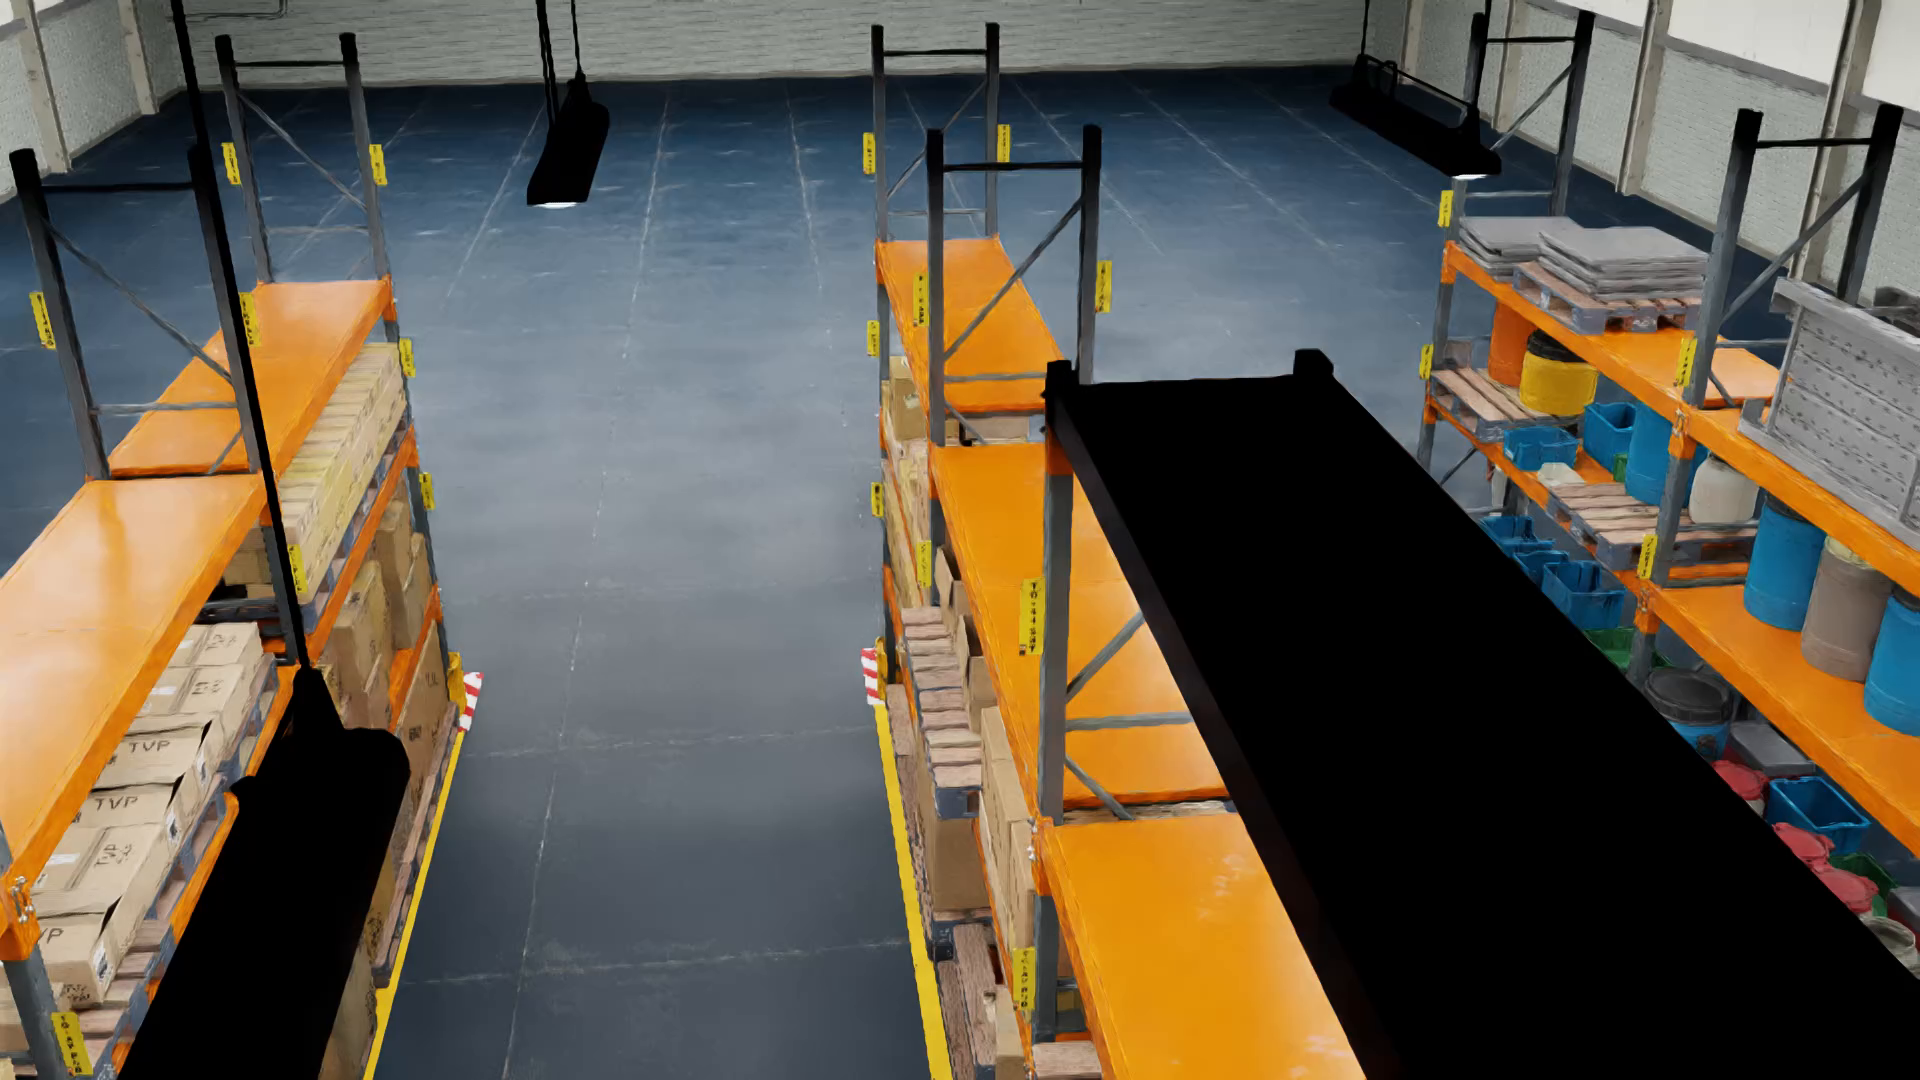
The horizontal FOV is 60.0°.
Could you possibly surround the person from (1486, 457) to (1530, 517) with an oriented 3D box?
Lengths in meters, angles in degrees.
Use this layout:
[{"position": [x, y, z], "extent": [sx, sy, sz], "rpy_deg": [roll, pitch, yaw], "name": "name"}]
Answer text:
[{"position": [6.056, -0.797, 18.191], "extent": [0.586, 1.710, 0.967], "rpy_deg": [7, 26, 15], "name": "person"}]
